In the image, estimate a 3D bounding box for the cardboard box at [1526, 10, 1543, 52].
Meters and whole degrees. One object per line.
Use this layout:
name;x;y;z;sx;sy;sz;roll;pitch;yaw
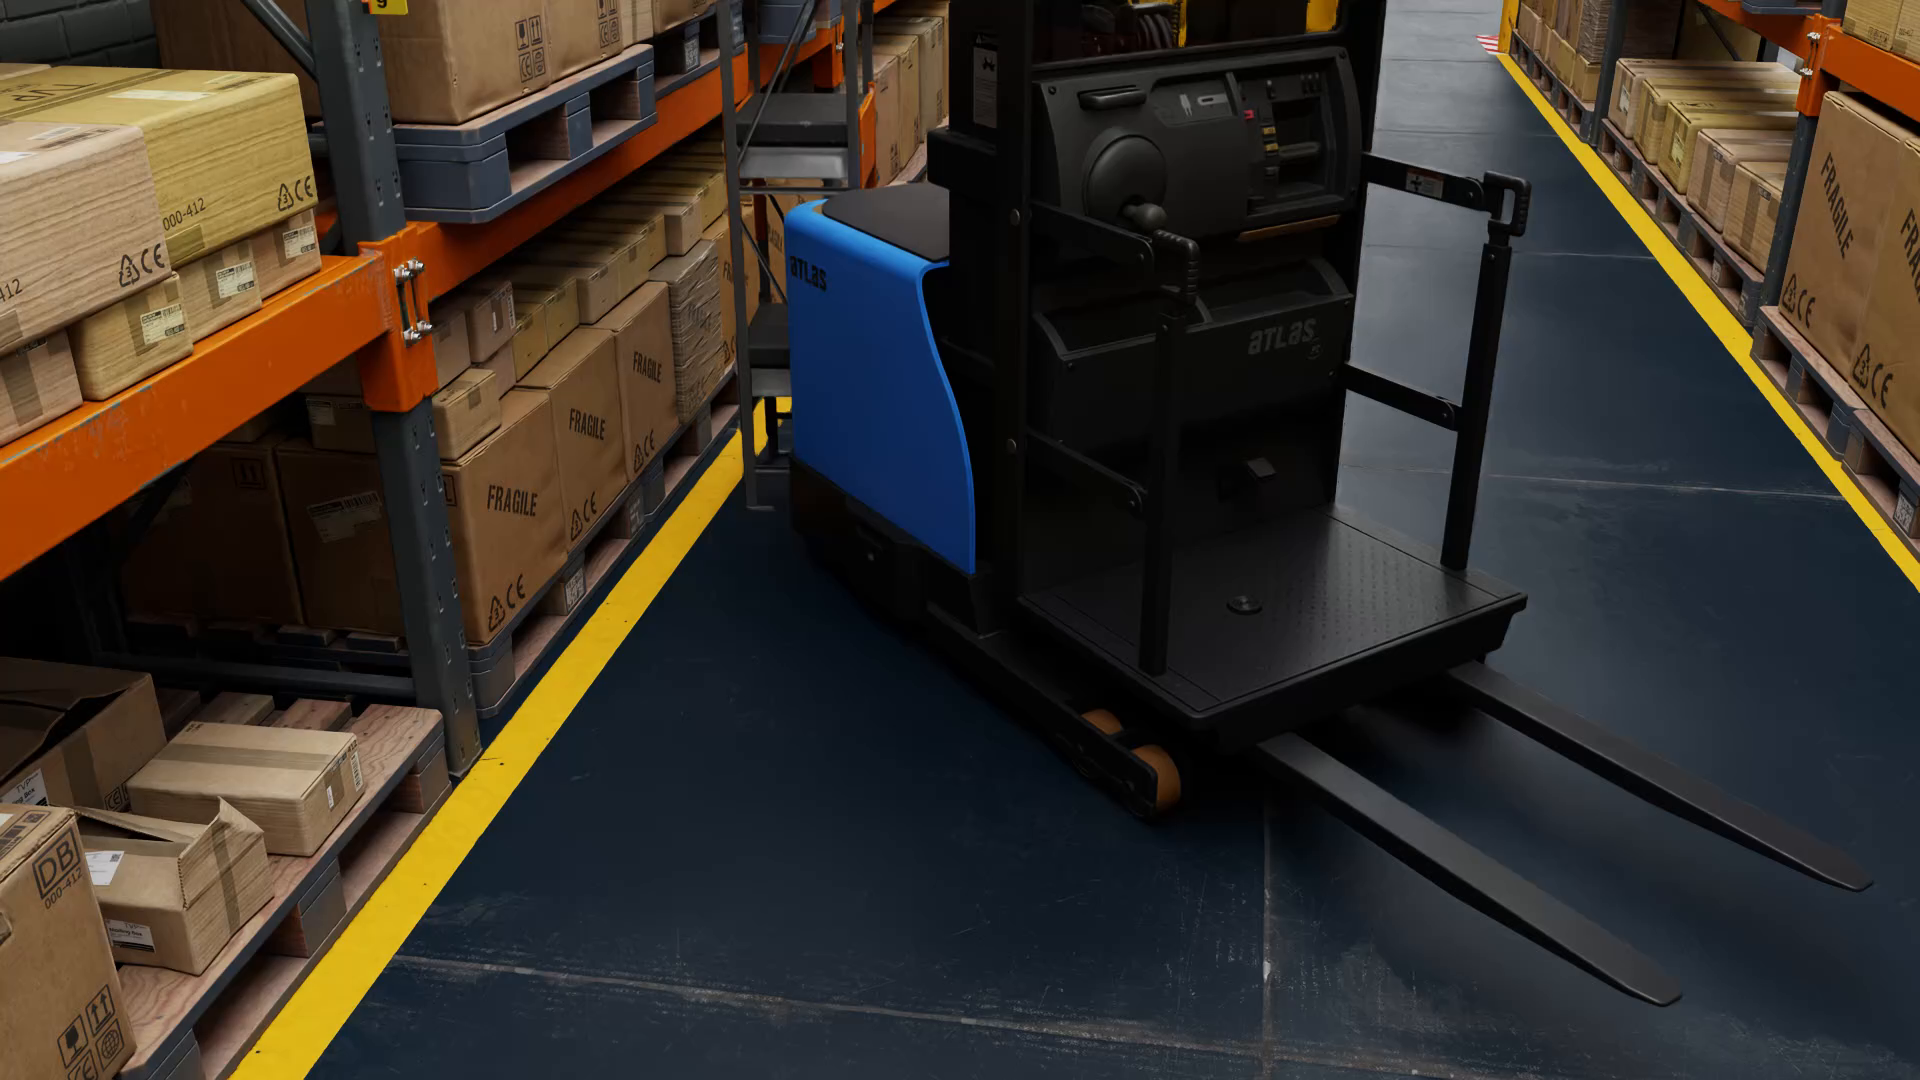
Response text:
cardboard box;4.679;-3.928;12.852;0.500;0.250;0.500;5;26;10

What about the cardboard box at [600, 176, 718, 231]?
cardboard box;-1.090;-1.204;5.971;0.380;0.149;0.250;4;25;8

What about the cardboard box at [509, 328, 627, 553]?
cardboard box;-1.306;-0.306;4.819;0.500;0.500;0.500;4;25;8

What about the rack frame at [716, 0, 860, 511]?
rack frame;-0.499;-1.046;5.008;0.400;2.100;0.015;1;25;2

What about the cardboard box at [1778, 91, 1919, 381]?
cardboard box;3.672;-1.113;6.101;0.875;0.875;0.875;4;25;8

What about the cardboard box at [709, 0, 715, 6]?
cardboard box;-1.115;-2.052;5.479;0.797;0.503;0.637;3;25;7

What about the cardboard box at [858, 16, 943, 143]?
cardboard box;-0.585;-2.755;9.904;0.875;0.625;0.625;4;25;8

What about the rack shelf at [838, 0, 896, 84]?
rack shelf;-0.704;-3.021;9.015;1.077;0.370;4.000;4;25;9

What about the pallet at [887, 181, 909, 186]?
pallet;-0.857;-1.589;8.397;1.003;0.211;1.213;4;25;9

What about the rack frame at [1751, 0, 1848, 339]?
rack frame;3.867;-2.168;6.344;1.000;3.000;0.127;4;25;9

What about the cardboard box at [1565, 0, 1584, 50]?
cardboard box;4.434;-3.605;11.276;0.500;0.500;0.500;4;25;9

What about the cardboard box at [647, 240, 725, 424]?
cardboard box;-1.129;-0.731;5.726;0.500;0.500;0.500;3;25;7

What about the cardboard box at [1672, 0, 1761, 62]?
cardboard box;4.884;-3.354;10.740;0.500;0.500;0.500;5;26;11

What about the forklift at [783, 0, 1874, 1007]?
forklift;0.702;-0.912;3.741;1.130;2.935;3.031;-15;29;-30

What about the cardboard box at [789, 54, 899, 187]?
cardboard box;-0.816;-2.159;8.630;0.875;0.625;0.625;5;26;10

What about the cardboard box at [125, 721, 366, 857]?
cardboard box;-1.485;0.517;3.476;0.380;0.149;0.250;3;25;7

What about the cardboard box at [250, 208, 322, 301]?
cardboard box;-1.487;-0.573;3.233;0.380;0.149;0.250;4;25;9

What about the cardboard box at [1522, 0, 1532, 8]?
cardboard box;4.767;-4.471;13.126;0.500;0.500;0.500;3;25;7

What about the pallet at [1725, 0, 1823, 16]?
pallet;3.879;-2.387;7.037;1.213;0.211;1.003;4;25;9

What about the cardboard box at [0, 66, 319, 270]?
cardboard box;-1.527;-0.675;2.979;0.500;0.250;0.500;5;25;10

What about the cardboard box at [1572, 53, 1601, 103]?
cardboard box;4.352;-3.052;10.980;0.500;0.250;0.500;5;26;11

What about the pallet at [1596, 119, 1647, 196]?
pallet;4.395;-2.253;9.814;1.003;0.211;1.213;4;25;9

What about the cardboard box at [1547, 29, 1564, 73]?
cardboard box;4.517;-3.488;11.911;0.500;0.250;0.500;4;25;9

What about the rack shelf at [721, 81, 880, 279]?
rack shelf;-0.488;-1.137;5.235;0.431;0.518;0.480;1;25;2

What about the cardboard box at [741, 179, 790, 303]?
cardboard box;-0.980;-1.168;6.661;0.500;0.500;0.500;4;25;8

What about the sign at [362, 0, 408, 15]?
sign;-1.148;-1.196;3.245;0.100;0.325;0.005;4;25;9

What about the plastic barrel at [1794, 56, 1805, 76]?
plastic barrel;6.331;-3.379;11.969;0.421;0.421;0.512;-20;32;-36

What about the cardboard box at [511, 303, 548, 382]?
cardboard box;-1.363;-0.551;4.576;0.380;0.149;0.250;3;25;6

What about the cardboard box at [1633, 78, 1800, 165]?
cardboard box;4.323;-2.321;9.275;0.950;0.372;0.625;6;26;12

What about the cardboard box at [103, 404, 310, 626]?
cardboard box;-1.896;-0.122;4.425;0.500;0.500;0.500;4;25;8

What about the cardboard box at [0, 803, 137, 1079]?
cardboard box;-1.797;0.739;2.587;0.700;0.500;0.500;3;25;7

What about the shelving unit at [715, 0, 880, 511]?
shelving unit;-0.488;-1.150;5.229;0.431;2.100;0.503;1;25;2

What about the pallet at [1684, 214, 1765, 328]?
pallet;3.996;-1.232;7.633;1.003;0.211;1.213;4;25;9

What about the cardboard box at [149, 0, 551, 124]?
cardboard box;-1.384;-1.260;3.791;0.700;0.500;0.500;5;25;10

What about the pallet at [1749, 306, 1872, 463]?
pallet;3.664;-0.581;6.242;1.003;0.211;1.213;4;25;9

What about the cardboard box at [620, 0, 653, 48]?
cardboard box;-1.079;-1.522;4.626;0.396;0.266;0.258;5;26;11

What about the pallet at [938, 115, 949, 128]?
pallet;-0.459;-2.610;10.577;1.003;0.211;1.213;4;25;9

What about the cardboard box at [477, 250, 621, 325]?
cardboard box;-1.254;-0.768;5.041;0.380;0.149;0.250;4;25;8

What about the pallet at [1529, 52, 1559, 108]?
pallet;4.793;-3.373;12.208;1.003;0.211;1.213;4;25;9

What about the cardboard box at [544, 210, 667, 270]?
cardboard box;-1.196;-0.987;5.508;0.380;0.149;0.250;4;25;9

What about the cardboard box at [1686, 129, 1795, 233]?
cardboard box;4.082;-1.713;7.976;0.950;0.372;0.625;4;25;8

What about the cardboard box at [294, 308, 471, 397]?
cardboard box;-1.423;-0.460;4.032;0.380;0.149;0.250;4;25;8

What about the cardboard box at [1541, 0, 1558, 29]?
cardboard box;4.595;-4.042;12.211;0.500;0.500;0.500;5;25;10

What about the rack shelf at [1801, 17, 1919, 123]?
rack shelf;3.540;-1.006;4.710;1.077;0.370;4.000;4;25;9

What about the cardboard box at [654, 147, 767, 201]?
cardboard box;-0.962;-1.415;6.423;0.380;0.149;0.250;3;25;7

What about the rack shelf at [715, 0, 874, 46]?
rack shelf;-0.489;-1.771;4.938;0.431;0.518;0.480;1;25;2

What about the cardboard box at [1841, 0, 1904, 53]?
cardboard box;3.539;-1.913;5.976;0.500;0.250;0.500;4;25;8

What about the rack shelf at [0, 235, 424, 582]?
rack shelf;-2.011;0.324;1.867;1.077;0.370;4.000;4;25;9

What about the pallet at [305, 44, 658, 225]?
pallet;-1.446;-1.078;4.240;1.003;0.211;1.213;4;25;9

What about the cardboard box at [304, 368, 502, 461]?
cardboard box;-1.363;-0.321;4.086;0.380;0.149;0.250;5;26;11

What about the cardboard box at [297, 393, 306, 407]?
cardboard box;-1.871;-0.474;4.412;0.380;0.149;0.250;4;25;9

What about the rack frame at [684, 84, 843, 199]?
rack frame;-1.030;-2.511;7.076;1.000;3.000;0.127;4;25;9

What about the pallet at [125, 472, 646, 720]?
pallet;-1.589;0.082;4.825;1.003;0.211;1.213;4;25;9

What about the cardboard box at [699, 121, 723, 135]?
cardboard box;-0.861;-1.639;6.900;0.380;0.149;0.250;3;25;6

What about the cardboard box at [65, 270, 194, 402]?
cardboard box;-1.527;-0.352;2.761;0.380;0.149;0.250;5;25;10
